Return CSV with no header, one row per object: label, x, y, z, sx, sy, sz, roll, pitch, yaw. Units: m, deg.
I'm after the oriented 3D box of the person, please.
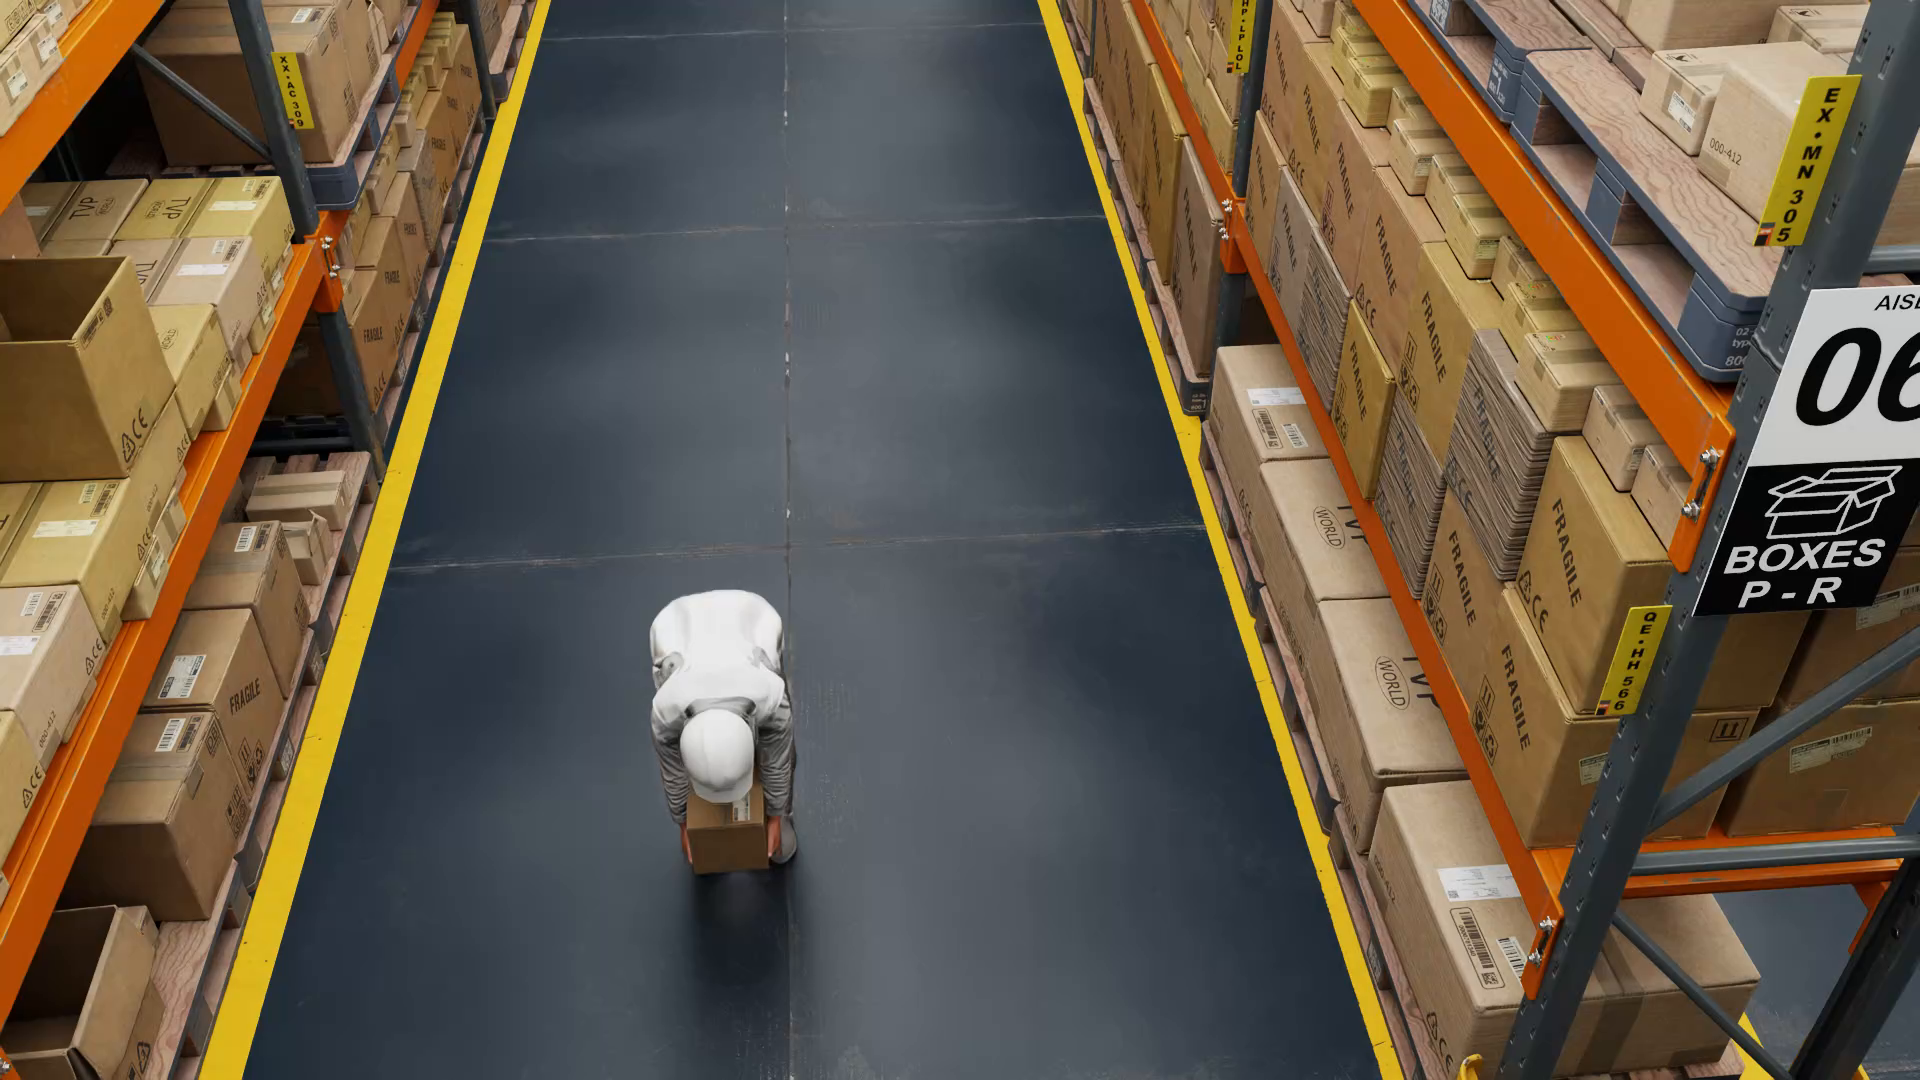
person,-0.780,0.781,5.621,0.460,1.202,0.994,-4,39,-5
